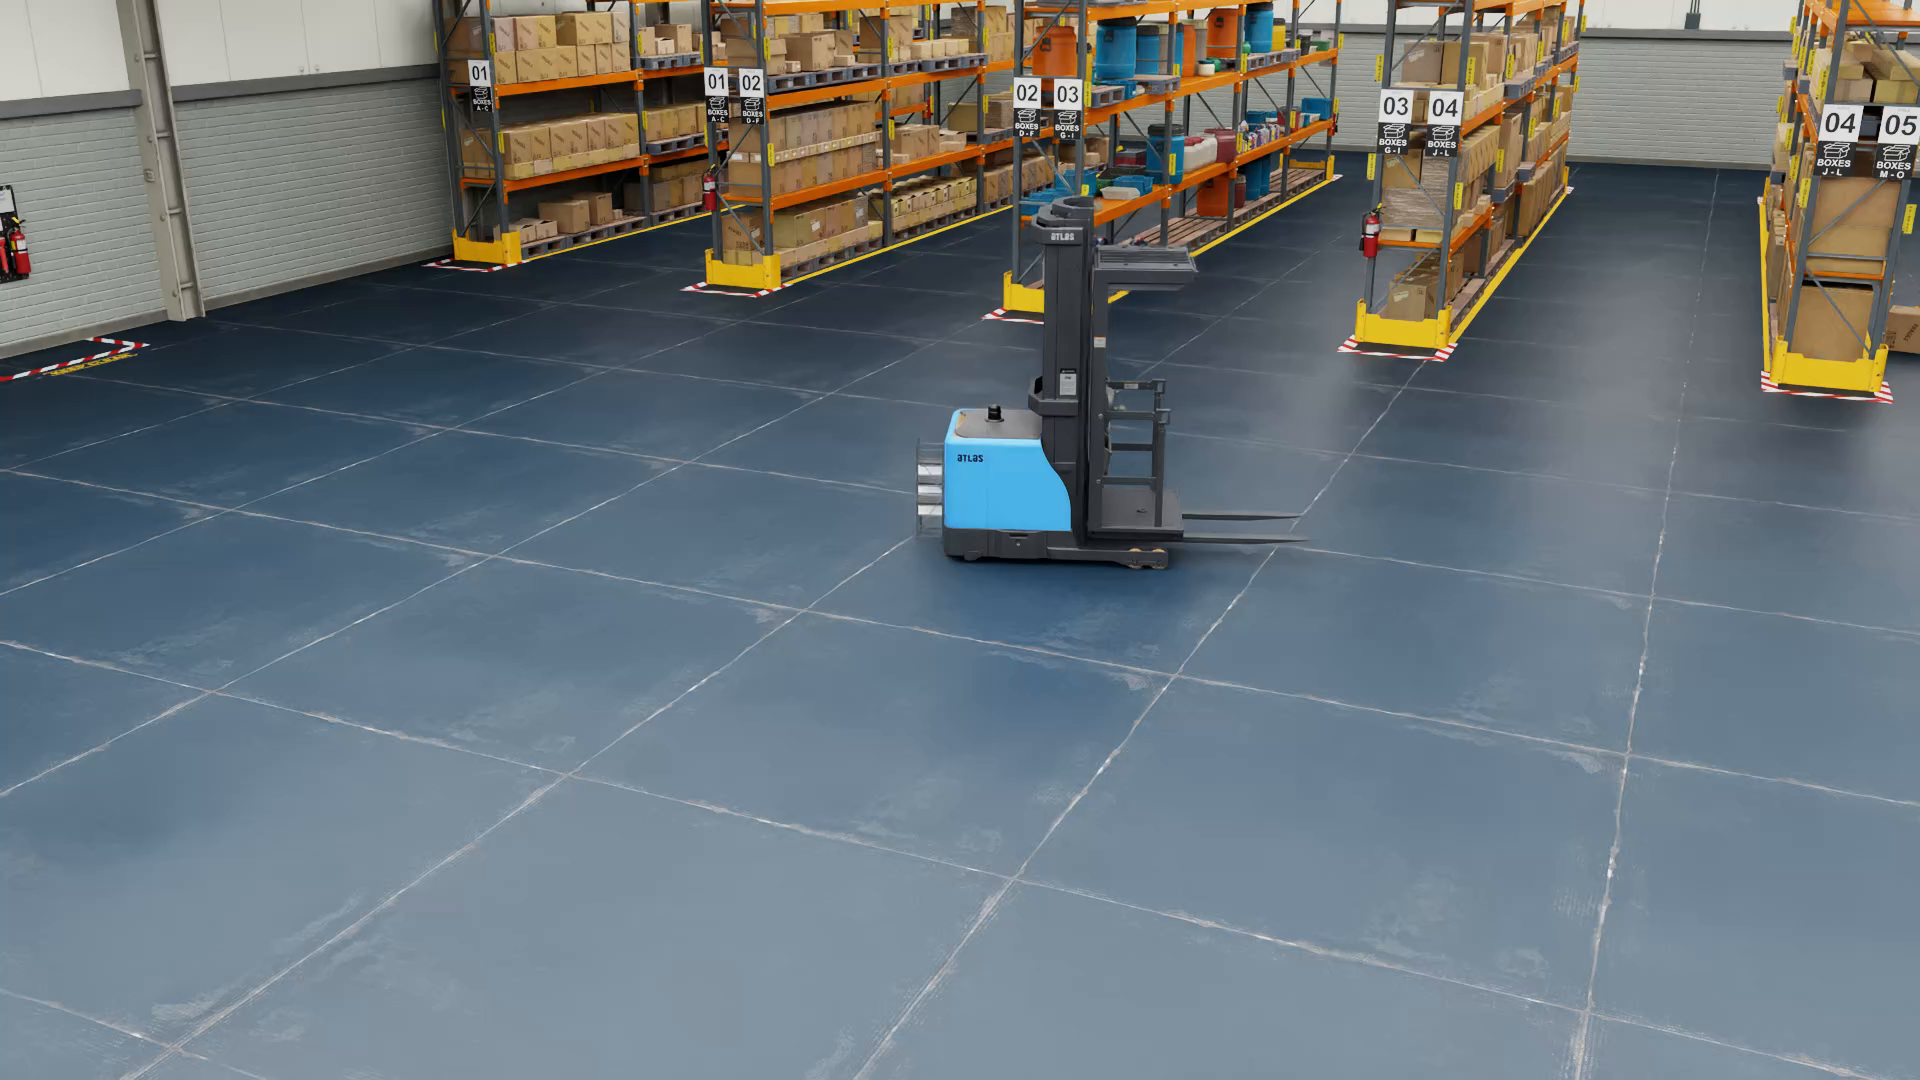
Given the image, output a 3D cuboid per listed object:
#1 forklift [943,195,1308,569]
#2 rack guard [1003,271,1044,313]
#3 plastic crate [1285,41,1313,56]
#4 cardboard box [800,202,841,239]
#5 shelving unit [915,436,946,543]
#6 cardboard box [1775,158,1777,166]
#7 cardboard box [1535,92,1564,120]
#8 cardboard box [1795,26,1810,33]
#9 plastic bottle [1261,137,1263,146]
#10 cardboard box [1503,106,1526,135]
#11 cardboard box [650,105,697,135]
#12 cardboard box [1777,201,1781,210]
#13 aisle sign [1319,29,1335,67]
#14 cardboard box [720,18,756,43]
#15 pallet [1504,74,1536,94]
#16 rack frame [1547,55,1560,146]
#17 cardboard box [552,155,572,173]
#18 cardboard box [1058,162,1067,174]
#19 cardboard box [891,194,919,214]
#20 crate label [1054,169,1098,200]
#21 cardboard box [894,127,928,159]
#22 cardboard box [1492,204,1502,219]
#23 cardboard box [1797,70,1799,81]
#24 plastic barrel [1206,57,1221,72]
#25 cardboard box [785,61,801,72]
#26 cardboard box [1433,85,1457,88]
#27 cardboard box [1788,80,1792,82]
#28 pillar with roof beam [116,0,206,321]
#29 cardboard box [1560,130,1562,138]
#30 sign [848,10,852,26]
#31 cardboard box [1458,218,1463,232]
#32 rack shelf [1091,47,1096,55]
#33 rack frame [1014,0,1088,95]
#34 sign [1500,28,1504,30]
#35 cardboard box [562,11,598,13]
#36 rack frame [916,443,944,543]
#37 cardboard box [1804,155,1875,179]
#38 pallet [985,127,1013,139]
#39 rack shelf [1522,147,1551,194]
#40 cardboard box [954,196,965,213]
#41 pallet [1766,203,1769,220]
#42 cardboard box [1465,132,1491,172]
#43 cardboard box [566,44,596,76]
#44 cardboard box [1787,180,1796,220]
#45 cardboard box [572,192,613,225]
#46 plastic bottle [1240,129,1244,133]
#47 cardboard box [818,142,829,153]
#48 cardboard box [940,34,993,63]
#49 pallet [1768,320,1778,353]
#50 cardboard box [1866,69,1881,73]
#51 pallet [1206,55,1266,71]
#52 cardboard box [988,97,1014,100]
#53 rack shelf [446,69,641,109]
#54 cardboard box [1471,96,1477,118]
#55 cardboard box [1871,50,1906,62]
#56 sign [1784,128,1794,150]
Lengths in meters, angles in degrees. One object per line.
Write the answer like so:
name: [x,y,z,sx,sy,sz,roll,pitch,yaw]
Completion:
forklift: [1.404,-1.323,13.814,3.031,2.935,1.130,1,20,4]
rack guard: [1.204,-3.505,23.578,1.175,0.500,0.348,9,21,23]
plastic crate: [6.888,-10.015,33.872,0.497,0.269,0.590,9,21,23]
cardboard box: [-2.263,-5.181,26.918,0.500,0.500,0.500,9,21,23]
shelving unit: [-0.249,-0.432,14.340,0.258,0.900,0.210,1,20,4]
cardboard box: [13.485,-6.155,27.048,0.380,0.149,0.250,9,21,24]
cardboard box: [11.495,-8.485,32.512,0.500,0.500,0.500,8,21,21]
cardboard box: [16.131,-9.703,31.681,0.380,0.149,0.250,9,21,23]
plastic bottle: [5.734,-7.646,31.787,0.097,0.201,0.097,0,20,0]
cardboard box: [9.324,-7.160,28.479,0.797,0.503,0.637,9,22,25]
cardboard box: [-5.469,-8.016,31.726,0.700,0.500,0.500,12,23,30]
cardboard box: [13.535,-5.326,26.952,0.500,0.250,0.500,8,21,21]
aisle sign: [8.064,-10.751,36.342,0.394,0.787,0.004,9,21,23]
cardboard box: [-4.404,-10.279,33.613,0.700,0.500,0.500,7,21,18]
pallet: [8.144,-7.012,25.514,1.213,0.211,1.003,9,21,23]
rack frame: [10.648,-7.642,31.479,1.000,3.000,0.127,9,21,23]
cardboard box: [-6.919,-6.372,28.104,0.500,0.250,0.500,8,21,22]
cardboard box: [1.981,-8.041,35.959,0.500,0.311,0.500,9,21,23]
cardboard box: [-1.058,-5.968,29.412,0.500,0.311,0.500,8,21,22]
crate label: [1.723,-5.269,24.756,0.502,0.435,0.616,9,21,23]
cardboard box: [-0.914,-7.150,29.949,0.500,0.500,0.500,9,21,23]
cardboard box: [8.555,-5.429,27.213,0.500,0.250,0.500,11,22,29]
cardboard box: [13.897,-7.684,26.973,0.500,0.500,0.500,9,21,23]
plastic barrel: [4.437,-8.356,29.244,0.294,0.245,0.294,0,20,0]
cardboard box: [-2.659,-7.228,25.379,0.380,0.149,0.250,9,21,23]
cardboard box: [6.243,-5.716,21.218,0.380,0.149,0.250,8,21,22]
cardboard box: [16.143,-8.555,31.963,0.500,0.500,0.500,9,22,24]
pillar with roof beam: [-6.855,-6.747,20.010,9.100,9.000,0.400,9,21,23]
cardboard box: [11.815,-8.125,33.213,0.380,0.149,0.250,9,21,24]
sign: [-2.410,-11.414,36.370,0.100,0.325,0.005,9,21,23]
cardboard box: [6.497,-4.212,22.211,0.380,0.149,0.250,9,21,23]
rack shelf: [2.431,-10.688,36.642,1.077,0.370,4.000,9,21,23]
rack frame: [1.216,-7.479,22.070,1.000,3.000,0.127,9,21,23]
sign: [10.141,-9.411,31.090,0.100,0.325,0.005,9,21,23]
cardboard box: [-6.646,-9.065,29.335,0.500,0.500,0.500,9,21,24]
rack frame: [-0.257,-0.398,14.244,0.240,0.900,0.006,1,20,4]
cardboard box: [10.998,-4.463,20.705,0.875,0.550,0.500,9,21,23]
pallet: [0.766,-8.284,33.572,1.003,0.211,1.213,9,21,23]
rack shelf: [9.829,-6.691,29.881,1.077,0.370,4.000,9,21,23]
cardboard box: [-0.227,-6.329,31.266,0.500,0.250,0.500,8,21,22]
pallet: [15.873,-6.201,31.590,1.003,0.211,1.213,9,21,23]
cardboard box: [7.030,-5.373,23.016,0.500,0.500,0.500,9,21,23]
cardboard box: [-6.577,-8.189,28.363,0.500,0.500,0.500,8,21,21]
cardboard box: [11.826,-4.728,23.137,0.500,0.500,0.500,8,21,22]
cardboard box: [-6.573,-5.942,29.774,0.500,0.500,0.500,7,21,19]
plastic bottle: [5.564,-8.015,32.826,0.097,0.201,0.097,0,20,0]
cardboard box: [-2.314,-6.247,26.440,0.380,0.149,0.250,9,21,23]
cardboard box: [0.122,-9.378,31.735,0.910,0.500,0.500,9,21,23]
pallet: [10.975,-2.575,21.394,1.003,0.211,1.213,9,21,23]
cardboard box: [11.269,-5.565,20.167,0.500,0.250,0.500,8,21,22]
pallet: [4.894,-8.643,30.101,1.003,0.211,1.213,9,21,23]
cardboard box: [0.945,-8.698,33.675,0.700,0.500,0.500,3,20,9]
rack shelf: [-7.004,-7.698,28.235,1.077,0.370,4.000,9,21,23]
cardboard box: [6.373,-5.586,21.447,0.500,0.250,0.500,8,21,21]
cardboard box: [11.997,-6.245,21.484,0.380,0.149,0.250,8,21,22]
sign: [12.995,-6.287,26.061,0.100,0.325,0.005,9,21,23]
